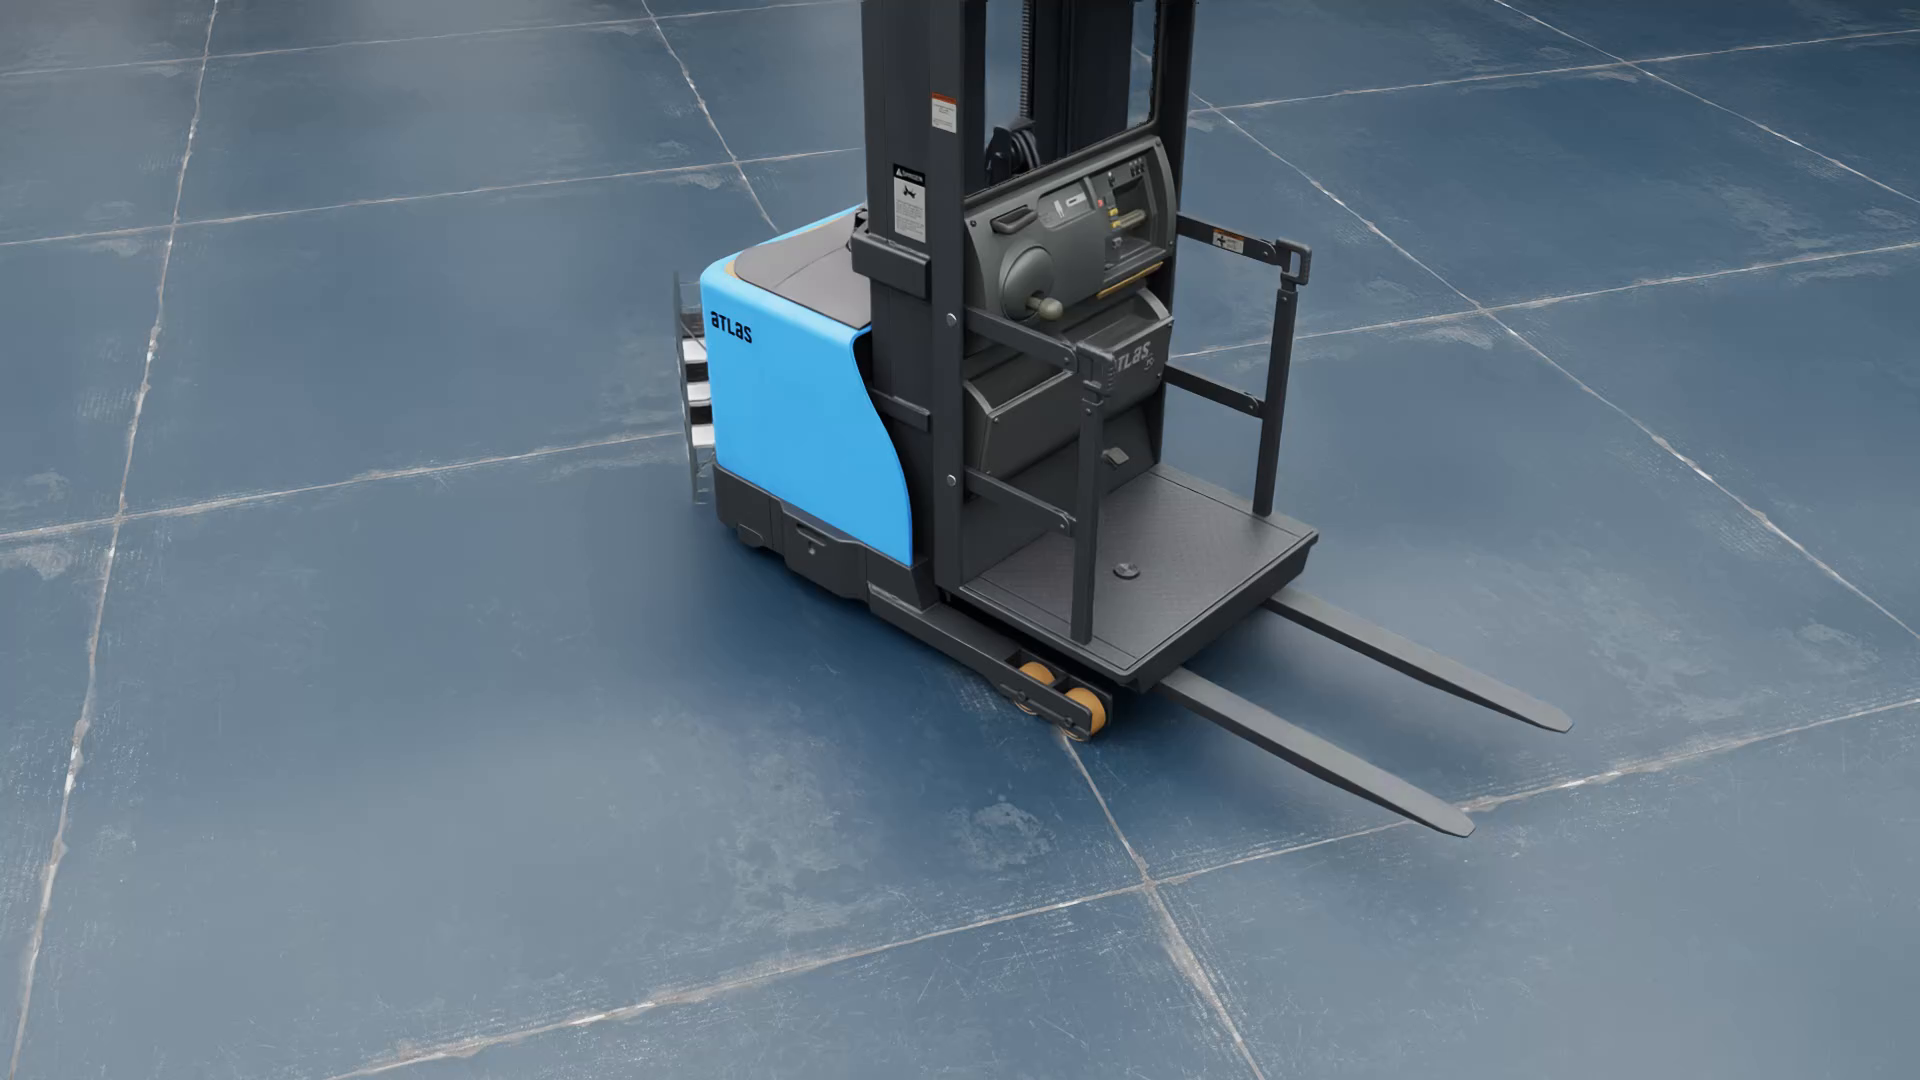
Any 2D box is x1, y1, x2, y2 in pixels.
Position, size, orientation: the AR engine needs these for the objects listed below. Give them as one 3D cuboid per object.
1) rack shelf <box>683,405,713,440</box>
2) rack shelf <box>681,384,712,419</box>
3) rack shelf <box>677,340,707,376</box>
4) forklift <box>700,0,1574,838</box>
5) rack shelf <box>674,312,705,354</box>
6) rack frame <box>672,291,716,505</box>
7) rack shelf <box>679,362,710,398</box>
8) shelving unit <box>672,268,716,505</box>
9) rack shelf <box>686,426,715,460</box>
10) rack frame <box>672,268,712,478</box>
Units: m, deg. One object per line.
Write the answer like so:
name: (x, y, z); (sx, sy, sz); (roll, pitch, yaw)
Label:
rack shelf: (-0.929, -0.476, 6.376); (0.258, 0.077, 0.200); (-4, 33, -7)
rack shelf: (-0.929, -0.551, 6.327); (0.258, 0.077, 0.200); (-4, 33, -7)
rack shelf: (-0.929, -0.701, 6.228); (0.258, 0.077, 0.200); (-4, 33, -7)
forklift: (0.511, -0.913, 4.973); (3.031, 2.935, 1.130); (27, 42, 34)
rack shelf: (-0.929, -0.777, 6.179); (0.258, 0.077, 0.200); (-4, 33, -7)
rack frame: (-0.914, -0.524, 6.224); (0.240, 0.900, 0.006); (-4, 33, -7)
rack shelf: (-0.929, -0.626, 6.278); (0.258, 0.077, 0.200); (-4, 33, -7)
shelving unit: (-0.929, -0.579, 6.309); (0.258, 0.900, 0.210); (-4, 33, -7)
rack shelf: (-0.929, -0.400, 6.425); (0.258, 0.077, 0.200); (-4, 33, -7)
rack frame: (-0.943, -0.634, 6.393); (0.240, 0.900, 0.006); (-4, 33, -7)
